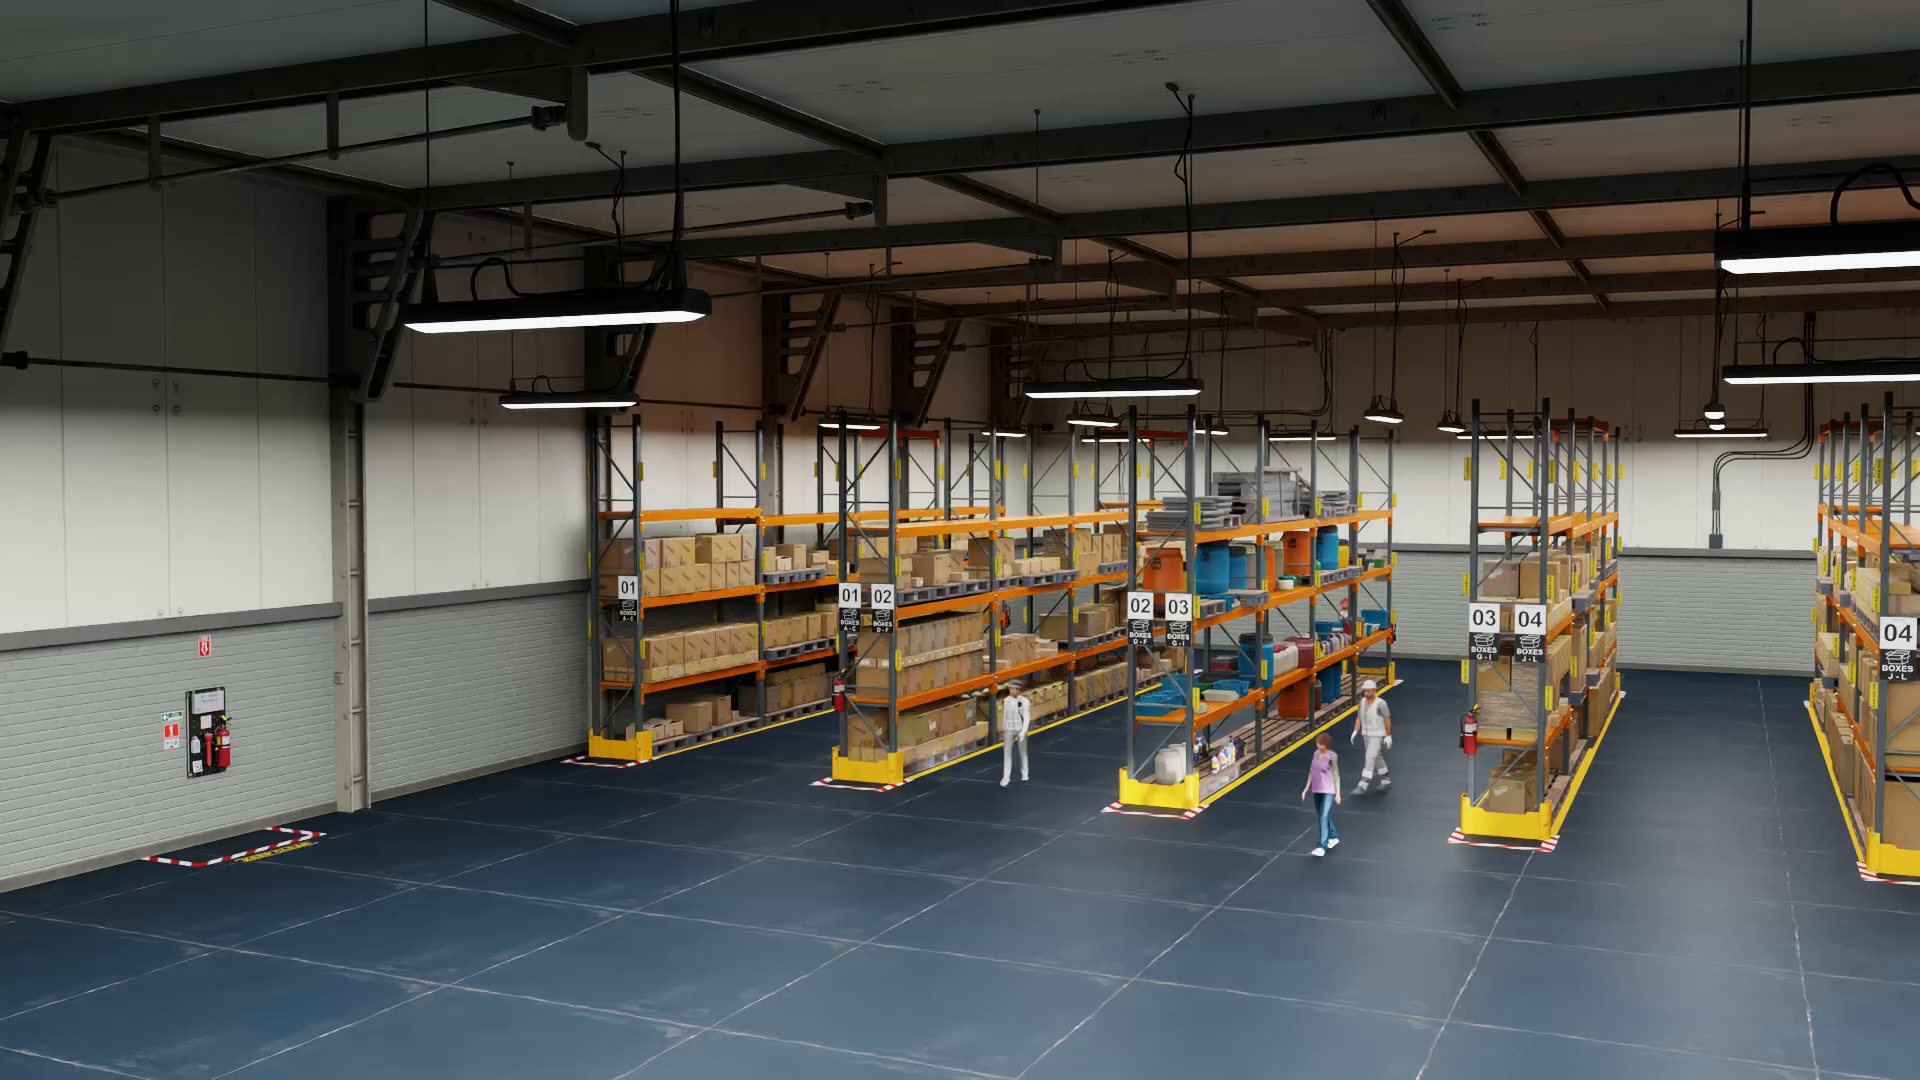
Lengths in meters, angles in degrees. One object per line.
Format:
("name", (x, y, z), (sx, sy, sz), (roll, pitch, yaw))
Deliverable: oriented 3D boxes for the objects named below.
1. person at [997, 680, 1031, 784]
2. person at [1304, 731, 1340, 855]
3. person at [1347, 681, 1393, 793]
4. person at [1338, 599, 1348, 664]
("person", (0.859, 3.070, 26.600), (0.505, 1.638, 0.928), (1, 3, 29))
("person", (4.801, 3.355, 21.800), (0.604, 1.476, 0.429), (-1, 3, -23))
("person", (6.324, 3.045, 25.762), (1.048, 1.729, 0.557), (-1, 3, -22))
("person", (9.828, 2.384, 42.449), (0.522, 1.735, 1.112), (1, 3, 28))
